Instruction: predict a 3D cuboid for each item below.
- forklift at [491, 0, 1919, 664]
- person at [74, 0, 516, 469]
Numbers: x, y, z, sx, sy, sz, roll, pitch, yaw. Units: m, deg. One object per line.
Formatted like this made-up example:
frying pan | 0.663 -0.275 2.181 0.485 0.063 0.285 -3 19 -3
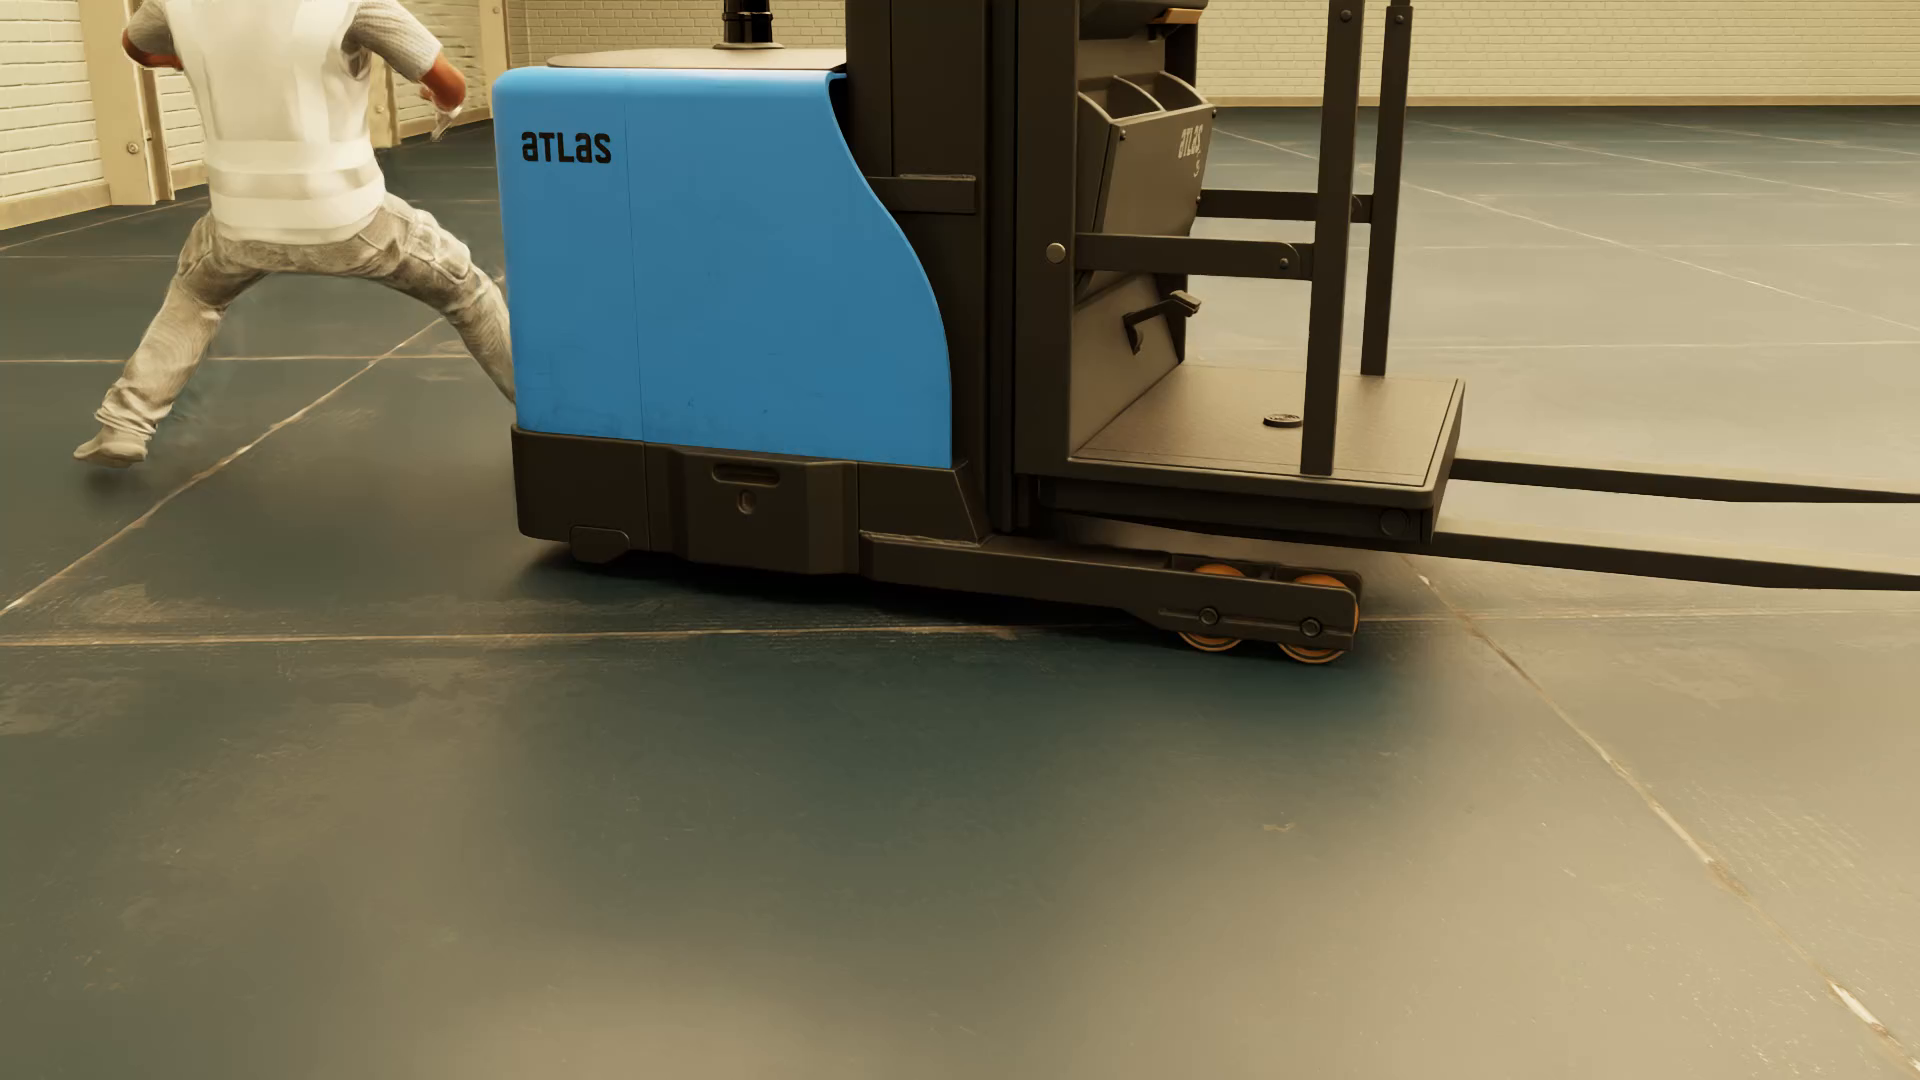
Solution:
forklift | 0.576 -1.343 3.296 3.031 2.935 1.130 6 18 18
person | -1.694 -0.954 4.383 1.296 1.551 0.757 2 17 5
